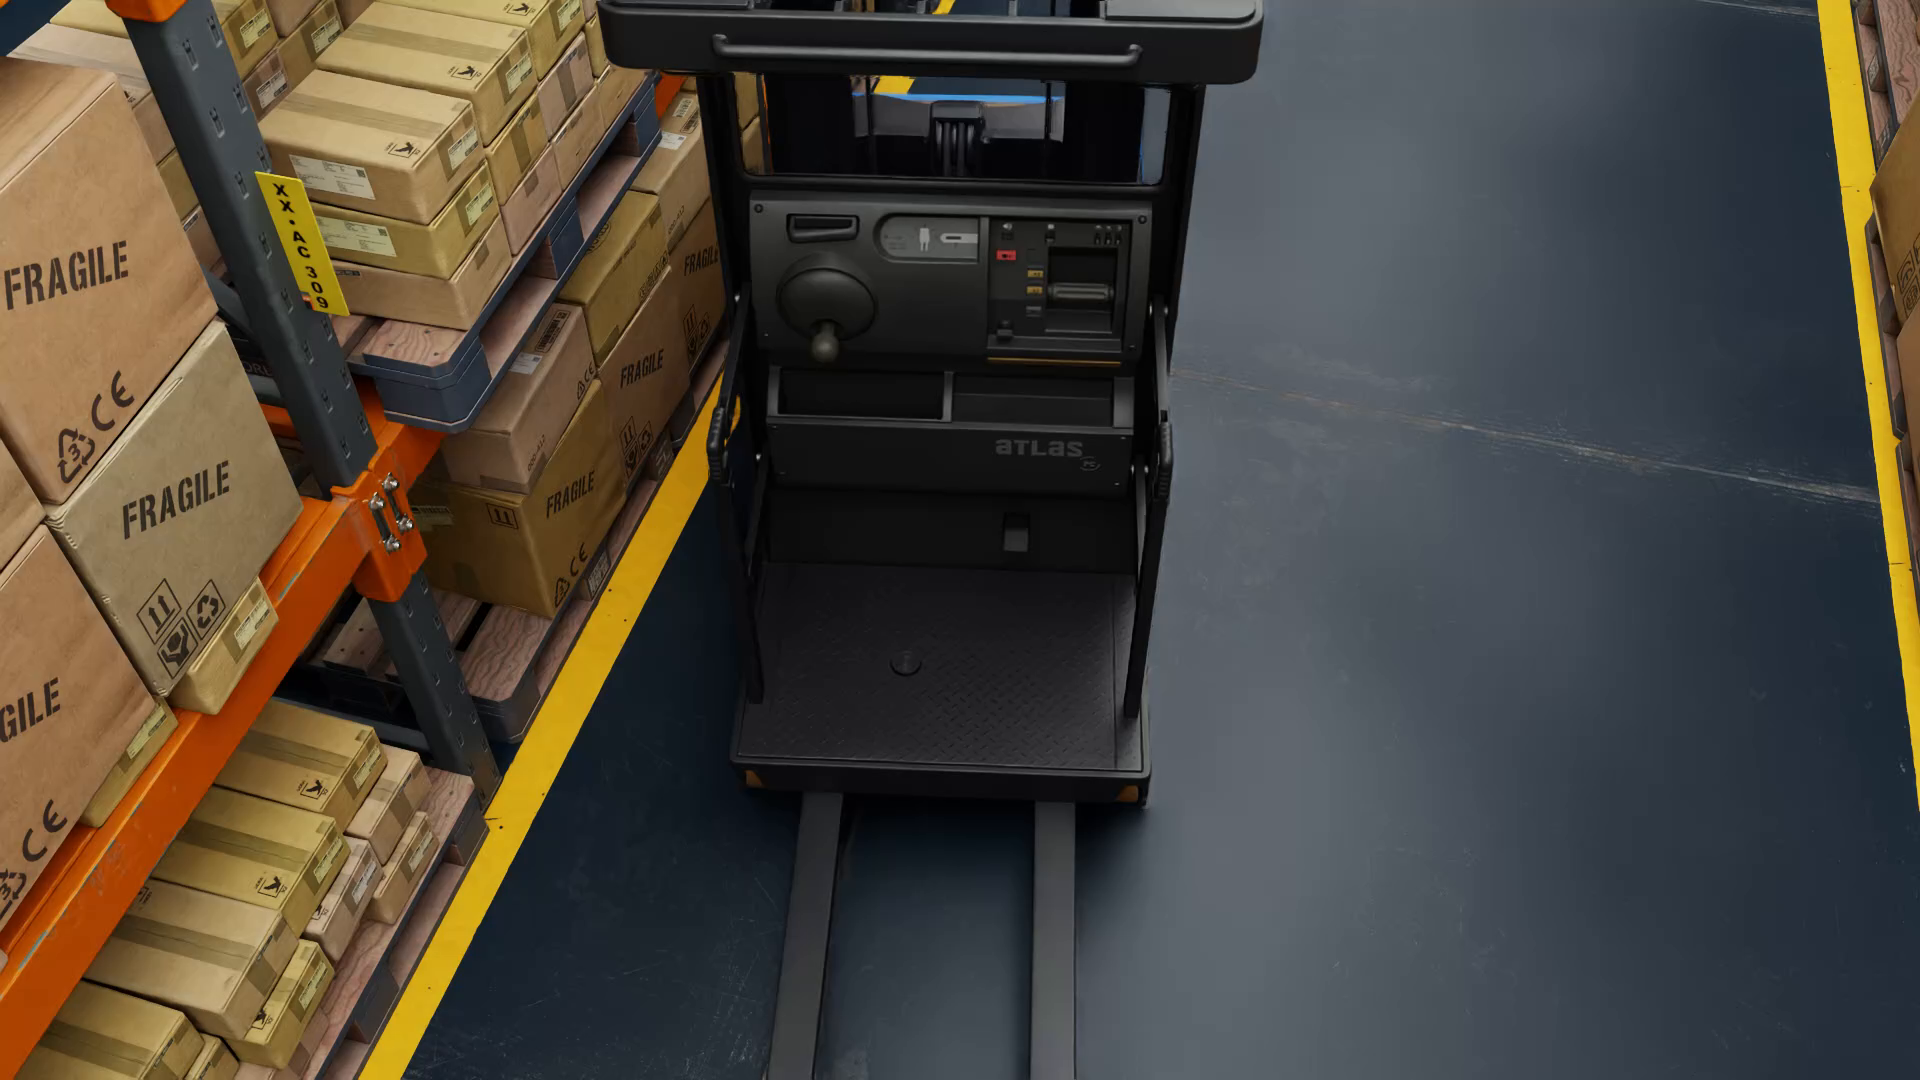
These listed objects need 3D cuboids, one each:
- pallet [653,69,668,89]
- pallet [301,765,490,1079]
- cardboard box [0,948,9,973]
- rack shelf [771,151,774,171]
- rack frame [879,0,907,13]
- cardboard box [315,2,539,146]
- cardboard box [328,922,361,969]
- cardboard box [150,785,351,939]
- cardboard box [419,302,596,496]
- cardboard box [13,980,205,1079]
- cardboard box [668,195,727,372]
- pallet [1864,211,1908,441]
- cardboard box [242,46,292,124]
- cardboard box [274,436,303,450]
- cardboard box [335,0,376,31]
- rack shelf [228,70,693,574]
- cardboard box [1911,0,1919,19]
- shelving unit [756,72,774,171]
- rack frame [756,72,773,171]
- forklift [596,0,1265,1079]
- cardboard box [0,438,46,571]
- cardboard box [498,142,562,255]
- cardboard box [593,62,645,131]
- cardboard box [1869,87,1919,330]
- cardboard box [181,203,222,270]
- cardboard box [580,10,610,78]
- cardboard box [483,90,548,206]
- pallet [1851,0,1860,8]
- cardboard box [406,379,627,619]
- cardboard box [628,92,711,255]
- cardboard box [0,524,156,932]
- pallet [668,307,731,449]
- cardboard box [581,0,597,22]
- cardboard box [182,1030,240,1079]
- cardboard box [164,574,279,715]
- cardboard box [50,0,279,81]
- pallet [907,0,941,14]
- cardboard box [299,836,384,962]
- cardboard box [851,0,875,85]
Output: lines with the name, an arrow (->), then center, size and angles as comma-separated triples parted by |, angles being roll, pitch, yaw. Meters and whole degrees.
pallet -> -1.206, -1.764, 4.934 | 1.003, 0.211, 1.213 | 12, 50, 10
pallet -> -1.920, 1.042, 4.190 | 1.003, 0.211, 1.213 | 12, 50, 10
cardboard box -> -1.851, 0.735, 2.768 | 0.380, 0.149, 0.250 | 10, 49, 8
rack shelf -> -0.497, -1.206, 5.413 | 0.258, 0.103, 0.180 | 1, 49, 1
rack frame -> -0.724, -3.267, 6.133 | 1.000, 3.000, 0.127 | 12, 50, 10
cardboard box -> -1.162, -1.024, 3.643 | 0.380, 0.149, 0.250 | 13, 50, 11
cardboard box -> -1.701, 0.953, 4.030 | 0.380, 0.149, 0.250 | 13, 50, 11
cardboard box -> -1.648, 0.735, 3.825 | 0.380, 0.149, 0.250 | 12, 50, 11
cardboard box -> -1.328, -0.416, 4.504 | 0.500, 0.250, 0.500 | 10, 49, 8
cardboard box -> -1.851, 1.089, 3.513 | 0.380, 0.149, 0.250 | 13, 50, 11
cardboard box -> -1.064, -0.932, 5.459 | 0.500, 0.500, 0.500 | 12, 50, 11
pallet -> 3.754, -0.737, 5.760 | 1.003, 0.211, 1.213 | 12, 50, 10
cardboard box -> -1.795, -1.046, 3.861 | 0.380, 0.149, 0.250 | 12, 50, 10
cardboard box -> -1.825, -0.522, 4.597 | 0.500, 0.250, 0.500 | 10, 49, 9
cardboard box -> -1.659, -1.423, 4.195 | 0.380, 0.149, 0.250 | 10, 49, 9
rack shelf -> -1.251, -1.582, 5.126 | 1.077, 0.370, 4.000 | 12, 50, 10
cardboard box -> 4.325, -2.426, 6.764 | 0.700, 0.500, 0.500 | 8, 49, 7
shelving unit -> -0.497, -1.156, 5.470 | 0.258, 1.200, 0.189 | 1, 49, 1
rack frame -> -0.499, -1.087, 5.409 | 0.240, 1.200, 0.006 | 1, 49, 1
forklift -> -0.032, -0.501, 3.737 | 1.130, 2.935, 3.031 | 2, 49, 2
cardboard box -> -1.771, -0.068, 2.377 | 0.500, 0.500, 0.500 | 10, 49, 9
cardboard box -> -1.162, -0.826, 3.865 | 0.380, 0.149, 0.250 | 12, 50, 11
cardboard box -> -1.026, -1.187, 4.184 | 0.380, 0.149, 0.250 | 12, 50, 10
cardboard box -> 3.833, -1.156, 5.407 | 1.225, 0.875, 0.875 | 9, 49, 8
cardboard box -> -1.863, -0.756, 3.804 | 0.380, 0.149, 0.250 | 11, 49, 9
cardboard box -> -1.028, -1.285, 4.073 | 0.380, 0.149, 0.250 | 10, 49, 8
cardboard box -> -1.163, -0.910, 3.742 | 0.380, 0.149, 0.250 | 11, 49, 9
pallet -> 4.564, -2.737, 7.525 | 1.003, 0.211, 1.213 | 12, 50, 10
cardboard box -> -1.327, -0.168, 4.785 | 0.500, 0.500, 0.500 | 13, 50, 11
cardboard box -> -1.051, -1.170, 5.169 | 0.500, 0.250, 0.500 | 13, 50, 11
cardboard box -> -1.770, 0.276, 2.741 | 0.500, 0.500, 0.500 | 10, 49, 9
pallet -> -1.254, -0.900, 5.903 | 1.003, 0.211, 1.213 | 12, 50, 10
cardboard box -> -1.024, -1.389, 3.966 | 0.380, 0.149, 0.250 | 11, 49, 10
cardboard box -> -1.827, 1.180, 3.631 | 0.380, 0.149, 0.250 | 12, 50, 10
cardboard box -> -1.589, 0.170, 3.267 | 0.380, 0.149, 0.250 | 10, 49, 9
cardboard box -> -1.790, -1.150, 3.755 | 0.380, 0.149, 0.250 | 10, 49, 9
pallet -> -0.444, -2.900, 7.668 | 1.003, 0.211, 1.213 | 12, 50, 10
cardboard box -> -1.612, 0.821, 3.948 | 0.380, 0.149, 0.250 | 9, 49, 8
cardboard box -> -0.645, -2.051, 6.447 | 0.500, 0.500, 0.500 | 11, 50, 10
